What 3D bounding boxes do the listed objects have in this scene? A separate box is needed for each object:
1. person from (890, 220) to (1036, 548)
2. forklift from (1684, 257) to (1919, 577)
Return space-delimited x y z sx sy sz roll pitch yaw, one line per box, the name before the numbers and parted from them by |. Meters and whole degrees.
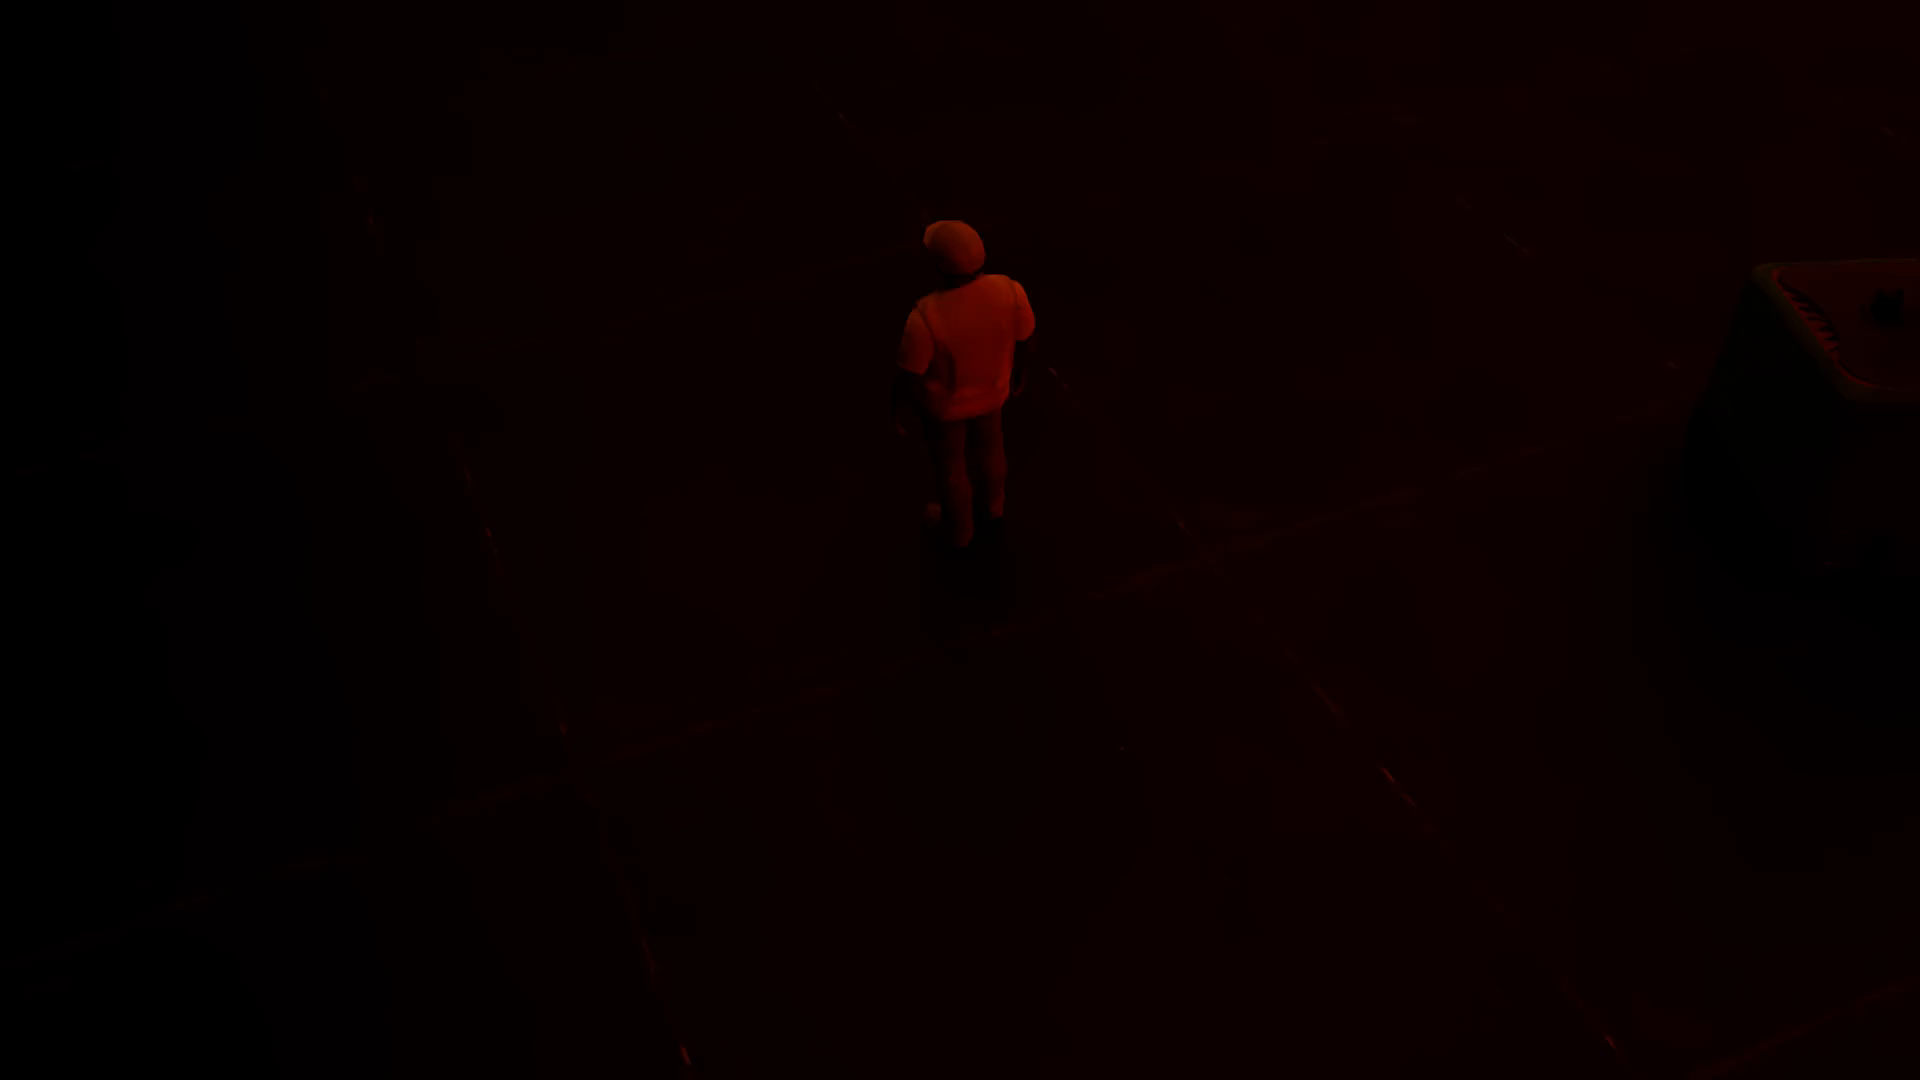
person | -0.024 -0.696 7.269 0.665 1.766 0.576 -18 46 -18
forklift | 5.139 -1.294 7.067 3.031 2.935 1.130 -2 43 -3
